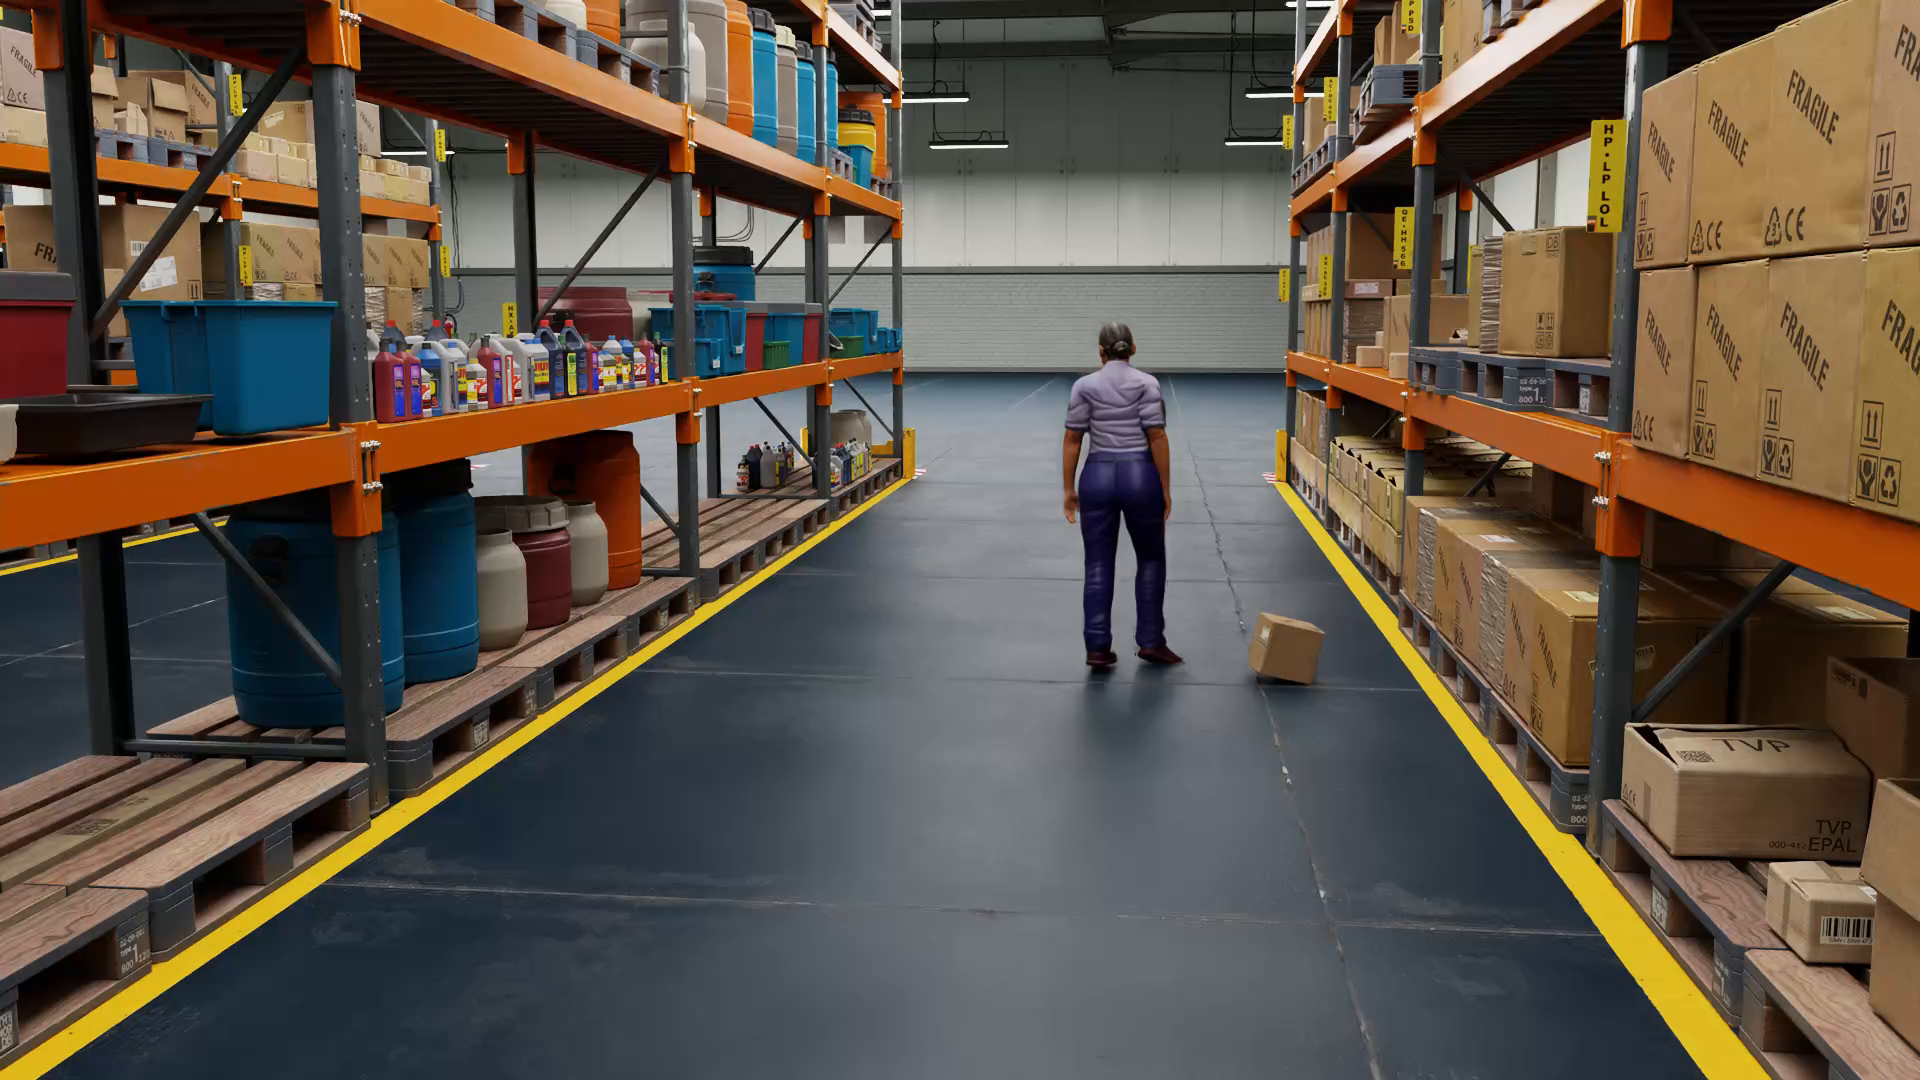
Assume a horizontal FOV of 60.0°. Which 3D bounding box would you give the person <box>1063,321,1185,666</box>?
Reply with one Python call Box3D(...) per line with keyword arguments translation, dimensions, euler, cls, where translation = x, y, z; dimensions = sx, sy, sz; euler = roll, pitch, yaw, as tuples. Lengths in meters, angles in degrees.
Box3D(translation=(0.771, -0.187, 7.931), dimensions=(0.596, 1.703, 0.499), euler=(2, 8, 16), cls="person")
